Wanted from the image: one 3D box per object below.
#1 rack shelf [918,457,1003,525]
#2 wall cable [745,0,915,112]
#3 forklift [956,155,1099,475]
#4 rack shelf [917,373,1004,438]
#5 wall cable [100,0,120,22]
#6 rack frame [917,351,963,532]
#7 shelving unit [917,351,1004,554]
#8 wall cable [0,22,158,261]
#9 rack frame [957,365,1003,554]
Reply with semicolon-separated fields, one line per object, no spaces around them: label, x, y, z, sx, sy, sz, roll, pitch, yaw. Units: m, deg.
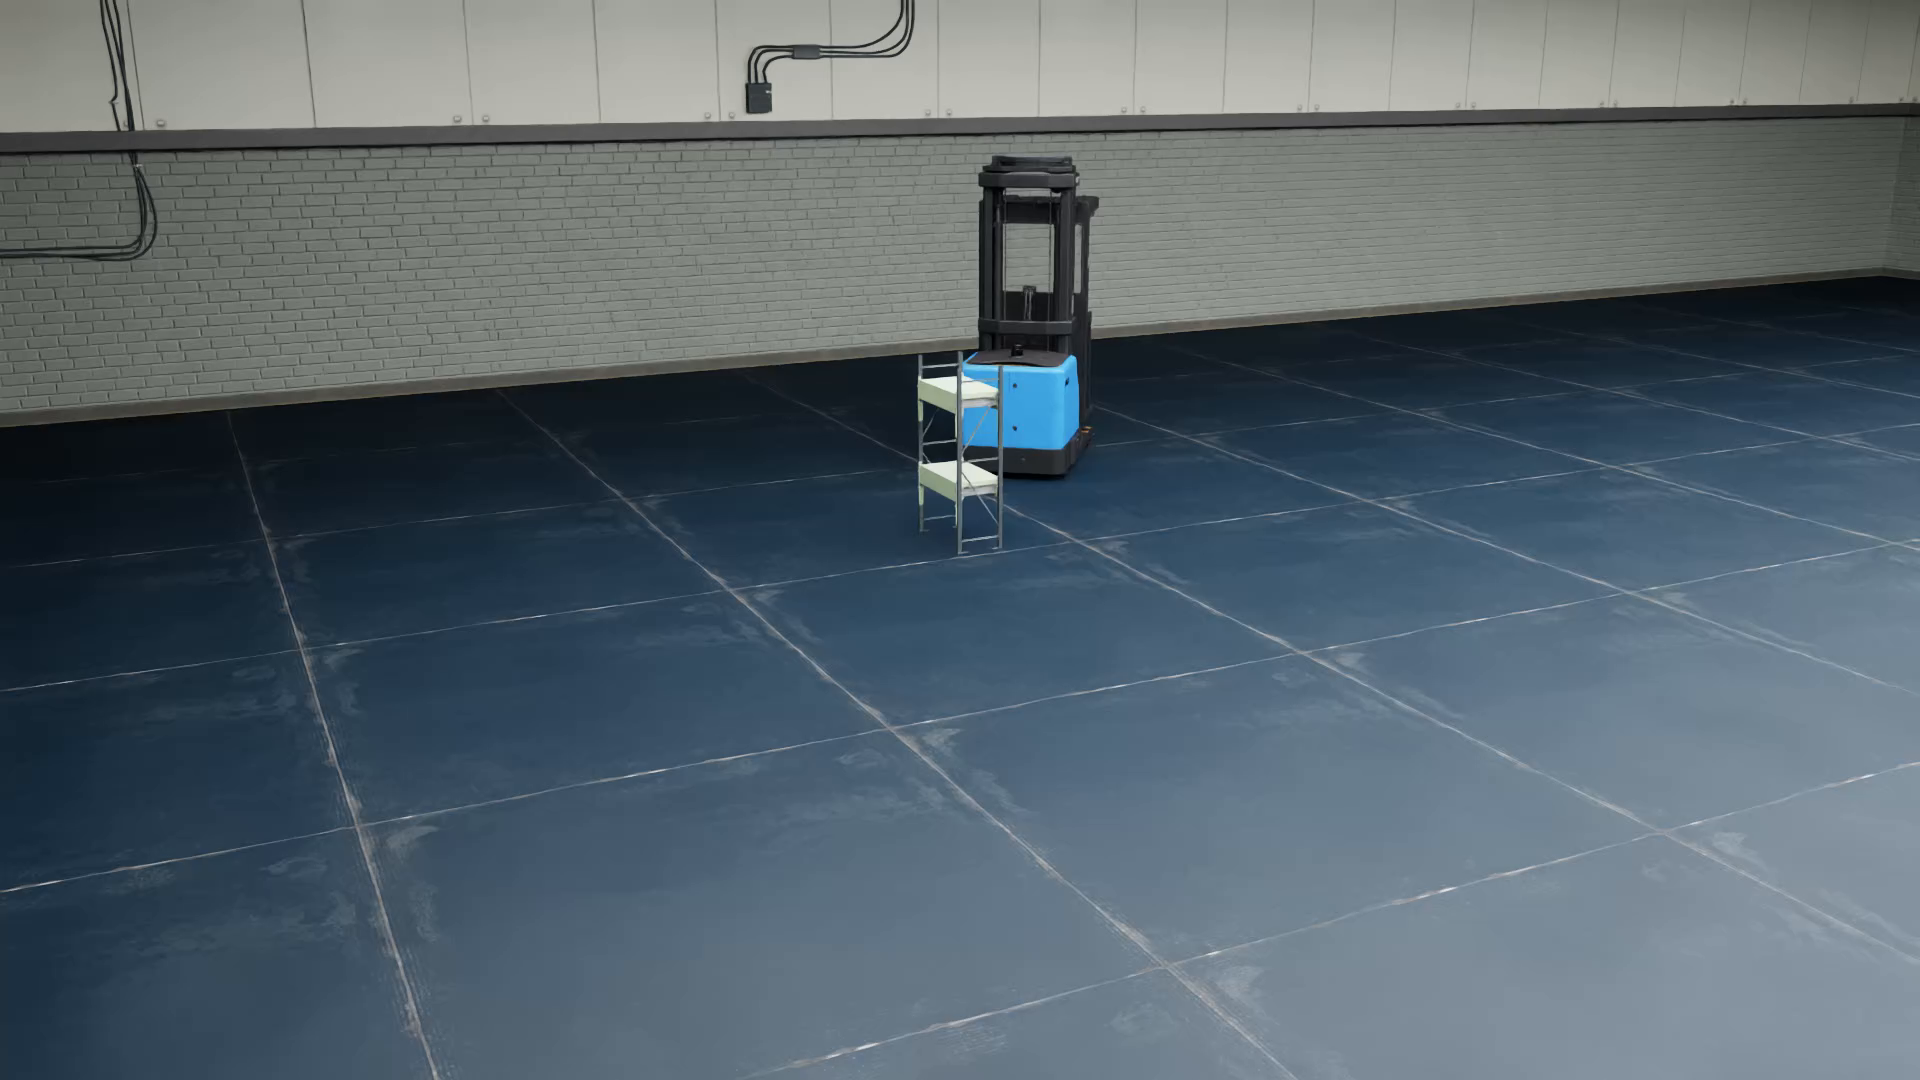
rack shelf;-0.003;-0.409;13.639;0.431;0.370;0.720;-8;18;-25
wall cable;-1.599;-8.344;20.348;2.305;6.003;0.169;-8;18;-25
forklift;0.782;-2.387;16.754;1.130;2.935;3.031;3;16;12
rack shelf;-0.003;-1.098;13.442;0.431;0.370;0.720;-8;18;-25
wall cable;-7.708;-6.828;17.704;3.097;2.526;0.112;-8;18;-25
rack frame;-0.163;-0.813;13.866;0.400;1.500;0.023;-8;18;-25
shelving unit;-0.003;-0.723;13.550;0.431;1.500;0.755;-8;18;-25
wall cable;-10.140;-4.074;17.261;3.097;2.526;0.112;-8;18;-25
rack frame;0.157;-0.632;13.233;0.400;1.500;0.023;-8;18;-25
